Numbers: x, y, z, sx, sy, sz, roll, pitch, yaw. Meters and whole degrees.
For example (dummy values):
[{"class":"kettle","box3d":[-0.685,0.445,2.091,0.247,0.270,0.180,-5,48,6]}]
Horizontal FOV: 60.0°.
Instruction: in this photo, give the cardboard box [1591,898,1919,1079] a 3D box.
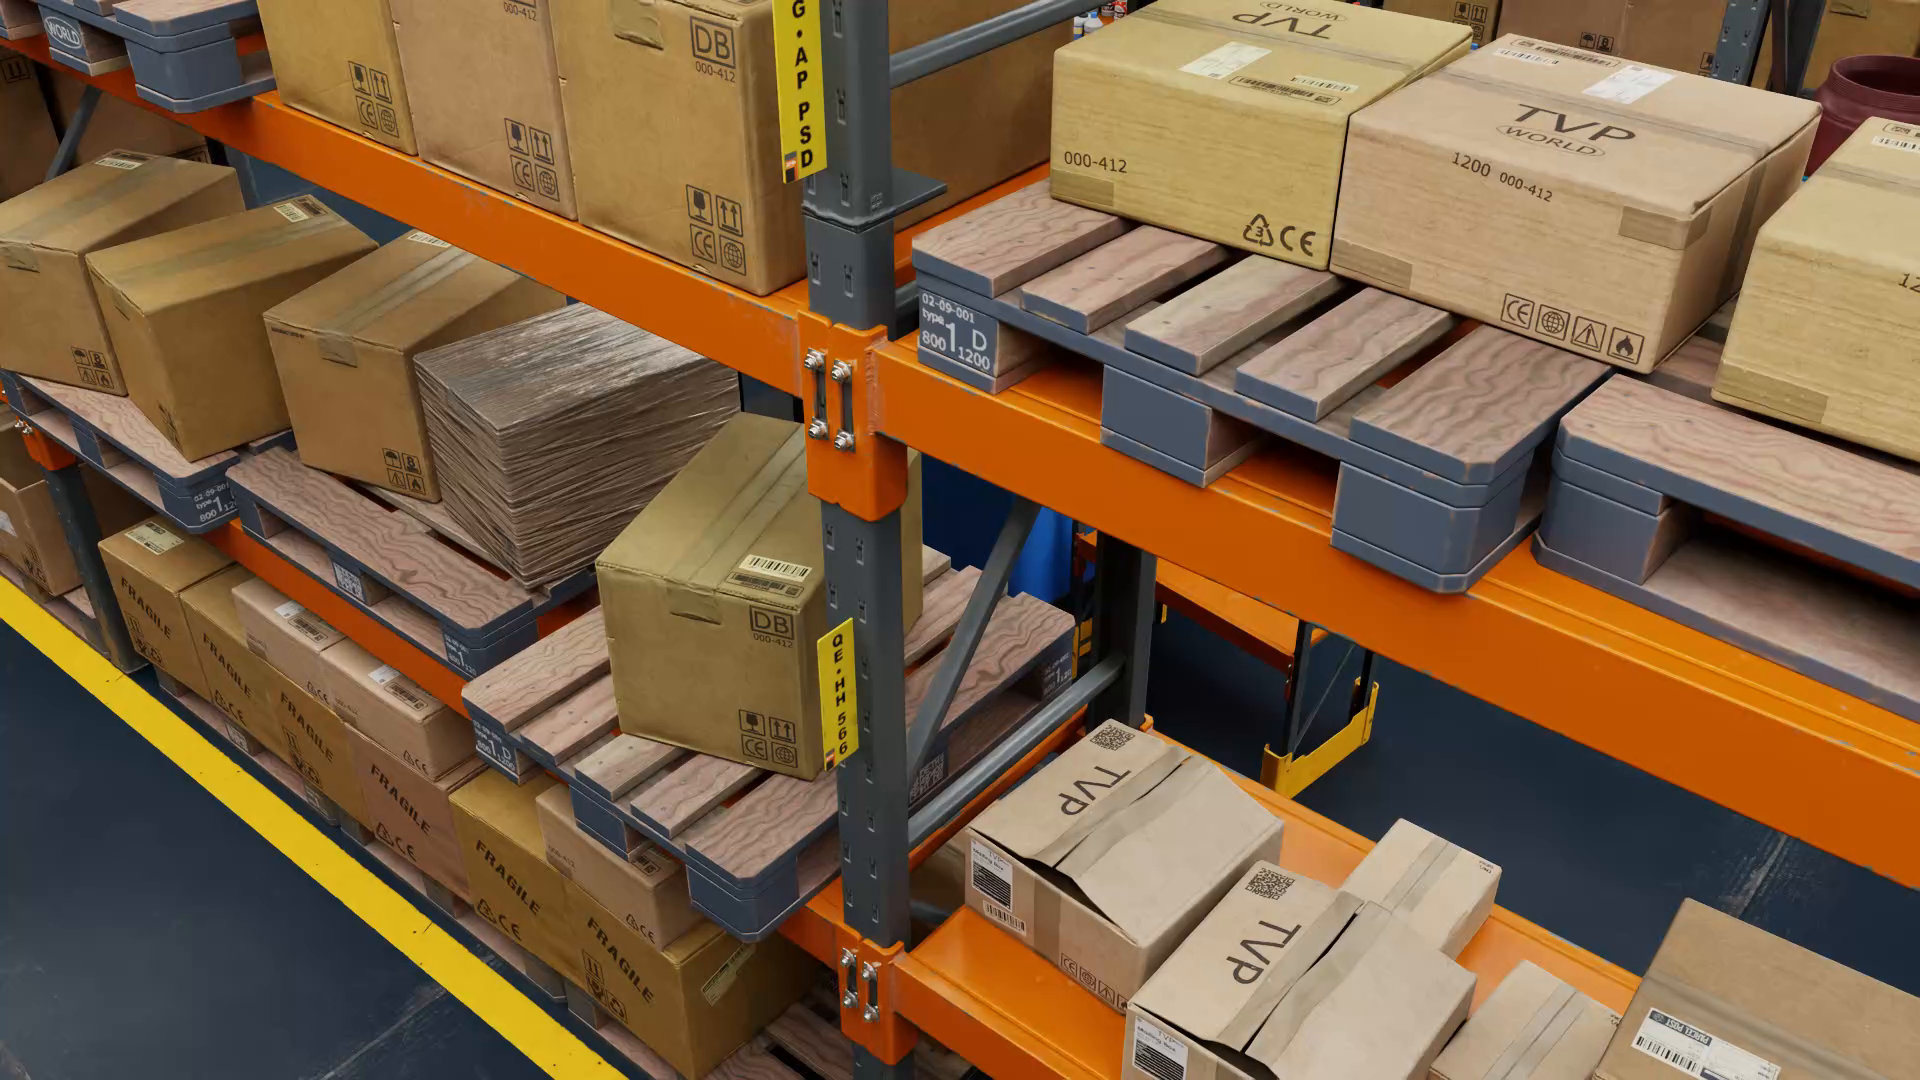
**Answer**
[{"class":"cardboard box","box3d":[1.408,1.065,2.961,0.500,0.500,0.500,23,41,29]}]

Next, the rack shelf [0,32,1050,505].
[{"class":"rack shelf","box3d":[-1.429,-1.159,4.273,4.000,0.370,1.077,25,42,32]}]

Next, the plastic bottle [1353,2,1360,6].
[{"class":"plastic bottle","box3d":[1.968,-2.487,8.265,0.185,0.351,0.144,25,42,32]}]

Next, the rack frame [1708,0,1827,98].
[{"class":"rack frame","box3d":[3.280,-1.648,7.000,0.127,3.000,1.000,25,42,32]}]

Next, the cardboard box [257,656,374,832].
[{"class":"cardboard box","box3d":[-1.954,0.560,5.605,0.500,0.500,0.500,26,42,32]}]

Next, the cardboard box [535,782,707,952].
[{"class":"cardboard box","box3d":[-0.807,0.790,4.606,0.500,0.250,0.500,27,43,33]}]

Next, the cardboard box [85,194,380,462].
[{"class":"cardboard box","box3d":[-2.176,-0.667,5.112,0.700,0.500,0.500,-26,42,-33]}]

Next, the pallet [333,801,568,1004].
[{"class":"pallet","box3d":[-1.375,0.926,5.715,1.213,0.211,1.003,25,42,32]}]

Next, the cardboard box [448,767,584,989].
[{"class":"cardboard box","box3d":[-1.158,0.930,5.065,0.500,0.500,0.500,24,41,30]}]

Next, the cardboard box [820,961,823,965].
[{"class":"cardboard box","box3d":[-0.465,0.878,5.141,0.500,0.500,0.500,24,41,30]}]

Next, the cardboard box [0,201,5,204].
[{"class":"cardboard box","box3d":[-3.514,-1.054,6.047,0.500,0.500,0.500,26,42,33]}]

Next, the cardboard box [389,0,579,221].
[{"class":"cardboard box","box3d":[-0.641,-1.100,3.464,0.500,0.500,0.910,25,42,32]}]

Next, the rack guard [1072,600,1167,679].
[{"class":"rack guard","box3d":[0.606,0.316,6.568,0.587,0.250,0.087,-28,43,-34]}]

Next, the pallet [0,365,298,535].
[{"class":"pallet","box3d":[-2.422,-0.527,5.537,1.213,0.211,1.003,25,42,32]}]

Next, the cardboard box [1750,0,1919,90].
[{"class":"cardboard box","box3d":[5.932,-3.359,10.998,0.875,0.875,1.225,23,41,30]}]

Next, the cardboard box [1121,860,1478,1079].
[{"class":"cardboard box","box3d":[0.671,0.951,3.295,0.500,0.311,0.500,25,42,31]}]

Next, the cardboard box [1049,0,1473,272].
[{"class":"cardboard box","box3d":[0.493,-0.702,2.735,0.500,0.250,0.500,22,40,29]}]

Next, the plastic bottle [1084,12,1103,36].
[{"class":"plastic bottle","box3d":[0.671,-2.524,8.389,0.097,0.271,0.097,0,34,0]}]

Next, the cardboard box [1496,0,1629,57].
[{"class":"cardboard box","box3d":[4.567,-4.003,11.935,0.875,0.875,1.225,24,41,30]}]

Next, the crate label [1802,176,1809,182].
[{"class":"crate label","box3d":[3.364,-1.263,6.588,0.416,0.233,0.303,25,42,32]}]

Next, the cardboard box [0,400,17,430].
[{"class":"cardboard box","box3d":[-4.162,-0.371,7.127,0.500,0.311,0.500,25,42,32]}]

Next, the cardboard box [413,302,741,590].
[{"class":"cardboard box","box3d":[-1.029,-0.302,4.581,0.700,0.500,0.500,-25,42,-31]}]

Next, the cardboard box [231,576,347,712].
[{"class":"cardboard box","box3d":[-1.982,0.240,5.408,0.500,0.250,0.500,25,42,32]}]

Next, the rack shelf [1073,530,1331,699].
[{"class":"rack shelf","box3d":[0.953,0.159,6.011,0.538,0.185,1.000,-28,43,-34]}]

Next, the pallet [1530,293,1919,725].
[{"class":"pallet","box3d":[1.548,-0.042,2.179,1.213,0.211,1.003,27,43,34]}]

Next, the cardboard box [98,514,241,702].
[{"class":"cardboard box","box3d":[-2.750,0.187,6.147,0.500,0.500,0.500,23,41,30]}]

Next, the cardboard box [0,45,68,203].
[{"class":"cardboard box","box3d":[-3.520,-1.467,5.765,0.500,0.500,0.500,25,42,32]}]

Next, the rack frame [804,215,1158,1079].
[{"class":"rack frame","box3d":[0.108,0.506,3.864,0.127,3.000,1.000,25,42,32]}]

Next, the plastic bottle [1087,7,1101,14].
[{"class":"plastic bottle","box3d":[0.716,-3.044,9.142,0.135,0.276,0.152,25,42,32]}]

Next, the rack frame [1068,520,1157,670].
[{"class":"rack frame","box3d":[0.605,-0.199,6.215,0.500,1.500,0.032,-28,43,-34]}]

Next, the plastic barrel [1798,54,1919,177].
[{"class":"plastic barrel","box3d":[3.831,-1.668,6.909,0.708,0.536,0.600,25,42,32]}]

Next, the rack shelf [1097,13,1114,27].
[{"class":"rack shelf","box3d":[1.743,-2.076,8.259,4.000,0.370,1.077,25,42,32]}]

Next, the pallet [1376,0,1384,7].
[{"class":"pallet","box3d":[2.841,-4.412,13.488,1.213,0.211,1.003,25,42,32]}]

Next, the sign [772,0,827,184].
[{"class":"sign","box3d":[-0.241,-0.709,2.526,0.005,0.325,0.100,25,42,32]}]

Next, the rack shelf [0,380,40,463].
[{"class":"rack shelf","box3d":[-4.503,-1.371,7.232,4.000,0.370,1.077,25,42,32]}]

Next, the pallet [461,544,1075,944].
[{"class":"pallet","box3d":[-0.458,0.370,4.231,1.003,0.211,1.213,25,42,32]}]

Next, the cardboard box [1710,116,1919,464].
[{"class":"cardboard box","box3d":[1.340,-0.308,2.161,0.500,0.250,0.500,24,41,31]}]

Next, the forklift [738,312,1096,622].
[{"class":"forklift","box3d":[-0.426,-1.467,6.797,1.130,2.935,3.031,-28,43,-34]}]

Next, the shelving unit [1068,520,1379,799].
[{"class":"shelving unit","box3d":[0.947,0.007,5.915,0.587,1.500,1.083,-28,43,-34]}]

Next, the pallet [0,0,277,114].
[{"class":"pallet","box3d":[-1.711,-1.461,4.244,1.003,0.211,1.213,25,42,32]}]

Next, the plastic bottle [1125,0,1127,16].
[{"class":"plastic bottle","box3d":[0.931,-2.820,8.881,0.097,0.201,0.097,0,34,0]}]

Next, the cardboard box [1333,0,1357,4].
[{"class":"cardboard box","box3d":[2.919,-4.823,13.129,0.875,0.875,0.875,25,42,32]}]
